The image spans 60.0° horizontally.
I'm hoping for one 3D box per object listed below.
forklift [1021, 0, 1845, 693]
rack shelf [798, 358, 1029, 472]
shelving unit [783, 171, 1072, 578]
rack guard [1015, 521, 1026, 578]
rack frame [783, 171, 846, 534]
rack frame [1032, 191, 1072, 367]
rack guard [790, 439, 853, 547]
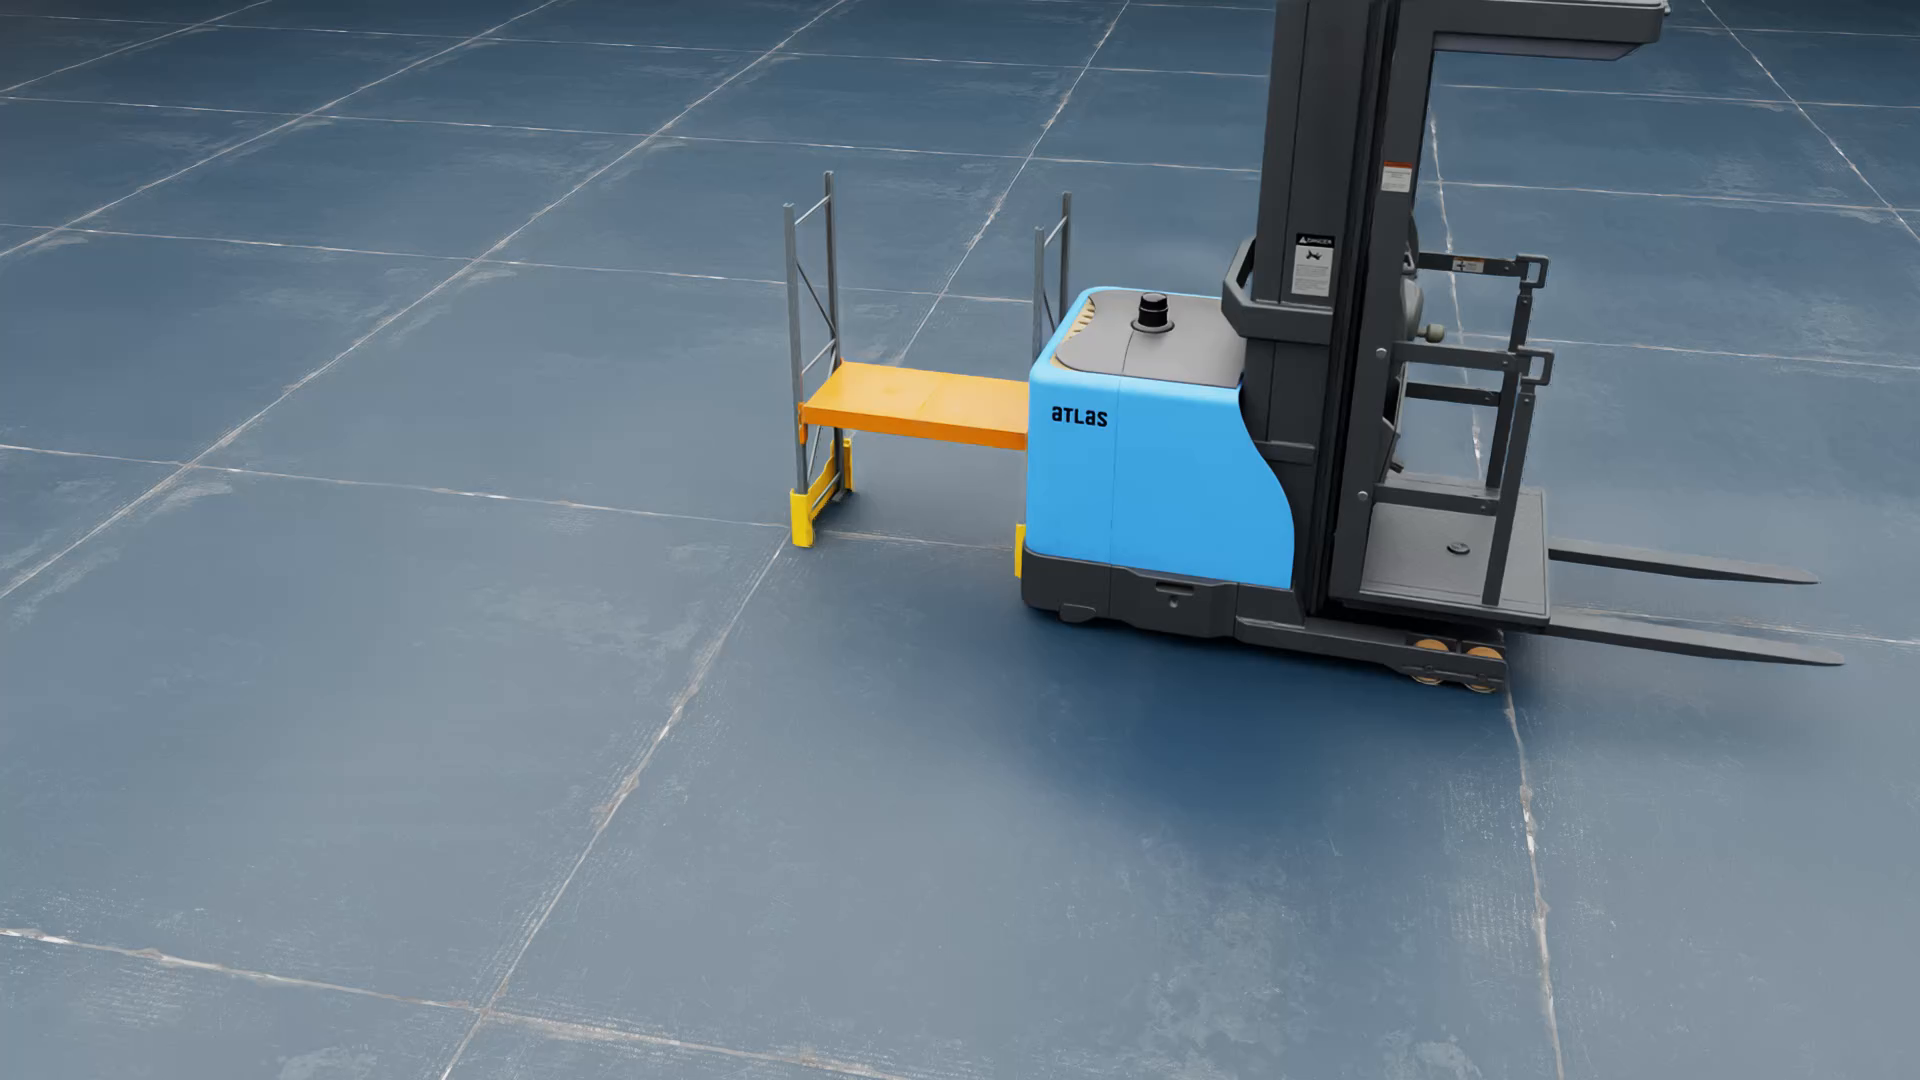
[{"bbox_3d":[1.820,-1.002,6.027,3.031,2.935,1.130,8,30,14],"label":"forklift"},{"bbox_3d":[-0.123,-0.539,7.047,1.000,0.185,0.538,8,30,14],"label":"rack shelf"},{"bbox_3d":[-0.131,-0.698,6.963,1.083,1.500,0.587,8,30,14],"label":"shelving unit"},{"bbox_3d":[0.347,-0.083,7.141,0.087,0.250,0.587,8,30,14],"label":"rack guard"},{"bbox_3d":[-0.611,-0.765,7.086,0.032,1.500,0.500,8,30,14],"label":"rack frame"},{"bbox_3d":[0.366,-0.629,6.836,0.032,1.500,0.500,8,30,14],"label":"rack frame"},{"bbox_3d":[-0.609,-0.217,7.385,0.087,0.250,0.587,8,30,14],"label":"rack guard"}]
